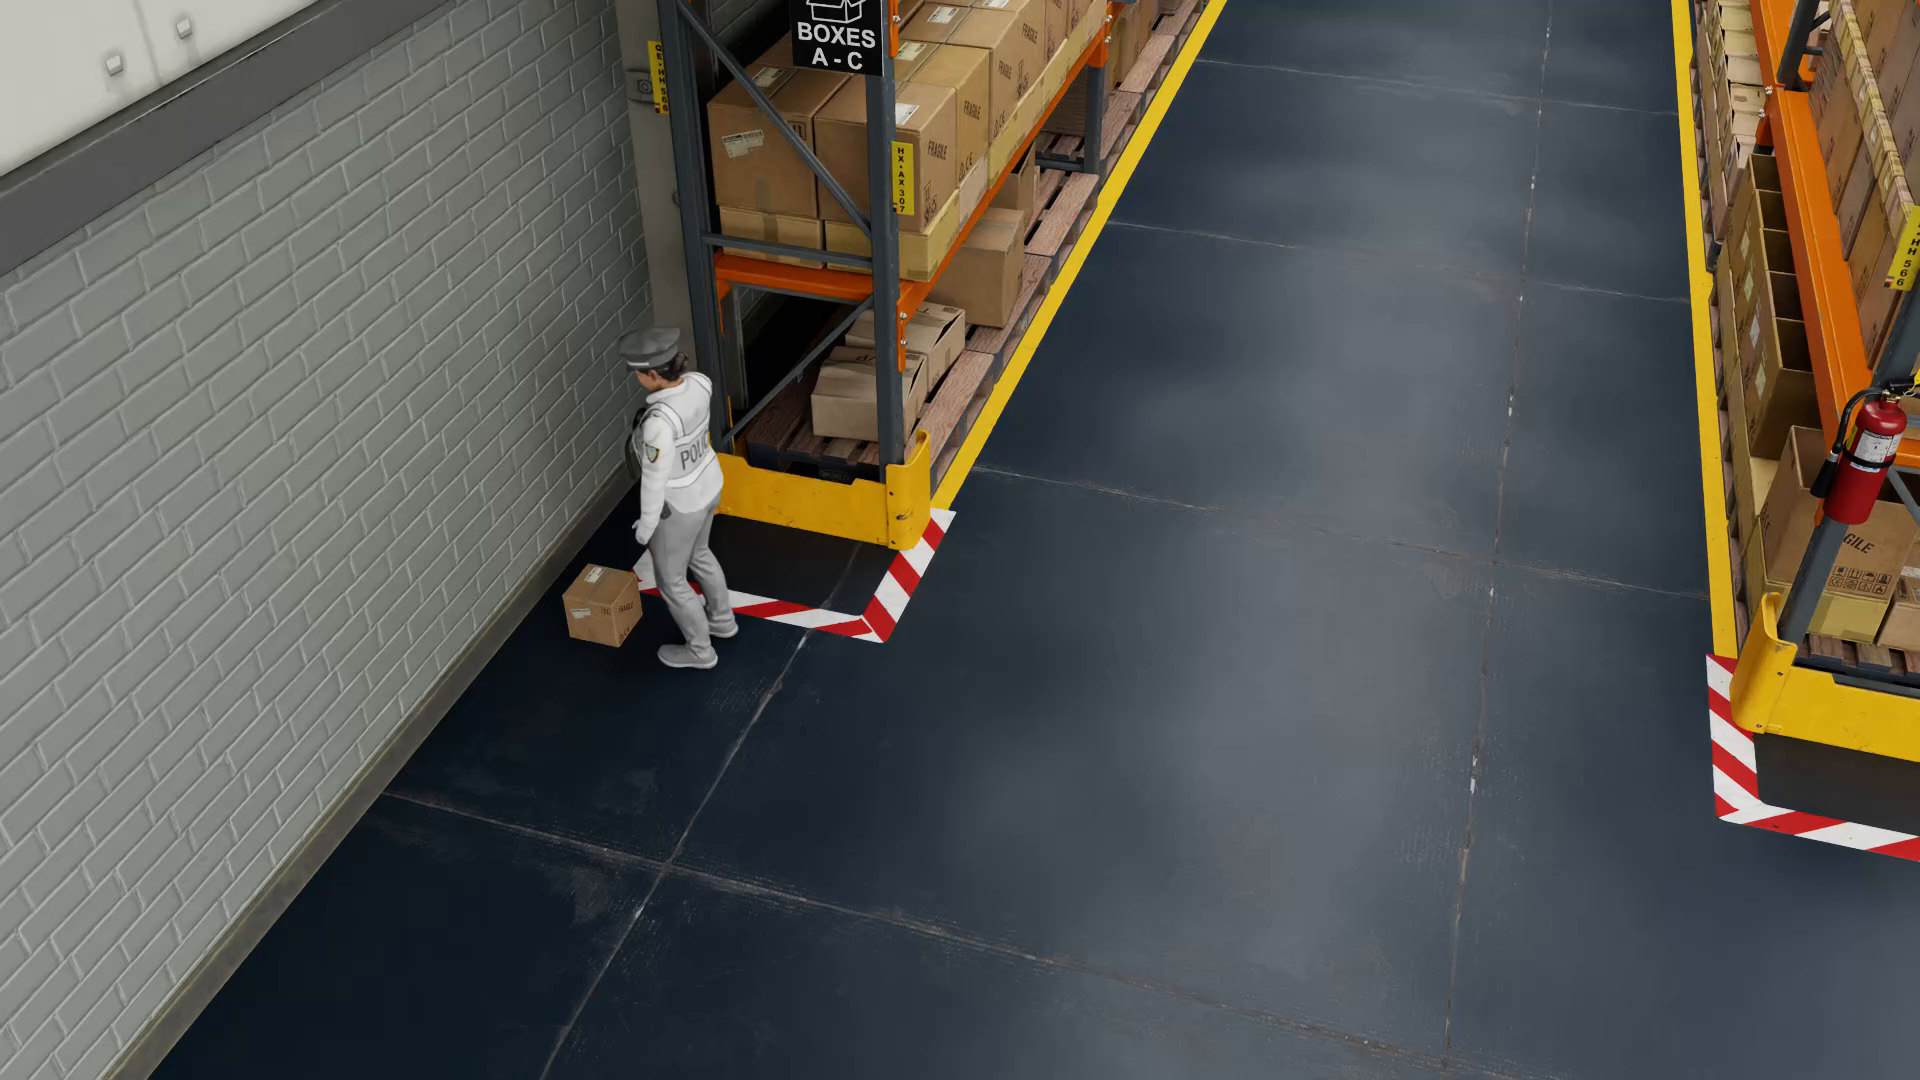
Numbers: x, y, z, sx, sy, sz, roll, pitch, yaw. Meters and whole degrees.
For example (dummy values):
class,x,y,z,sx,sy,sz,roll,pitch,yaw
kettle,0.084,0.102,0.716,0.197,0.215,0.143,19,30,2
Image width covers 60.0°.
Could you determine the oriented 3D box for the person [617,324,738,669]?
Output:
class,x,y,z,sx,sy,sz,roll,pitch,yaw
person,-1.200,-0.155,7.107,0.338,1.661,0.476,12,39,15
